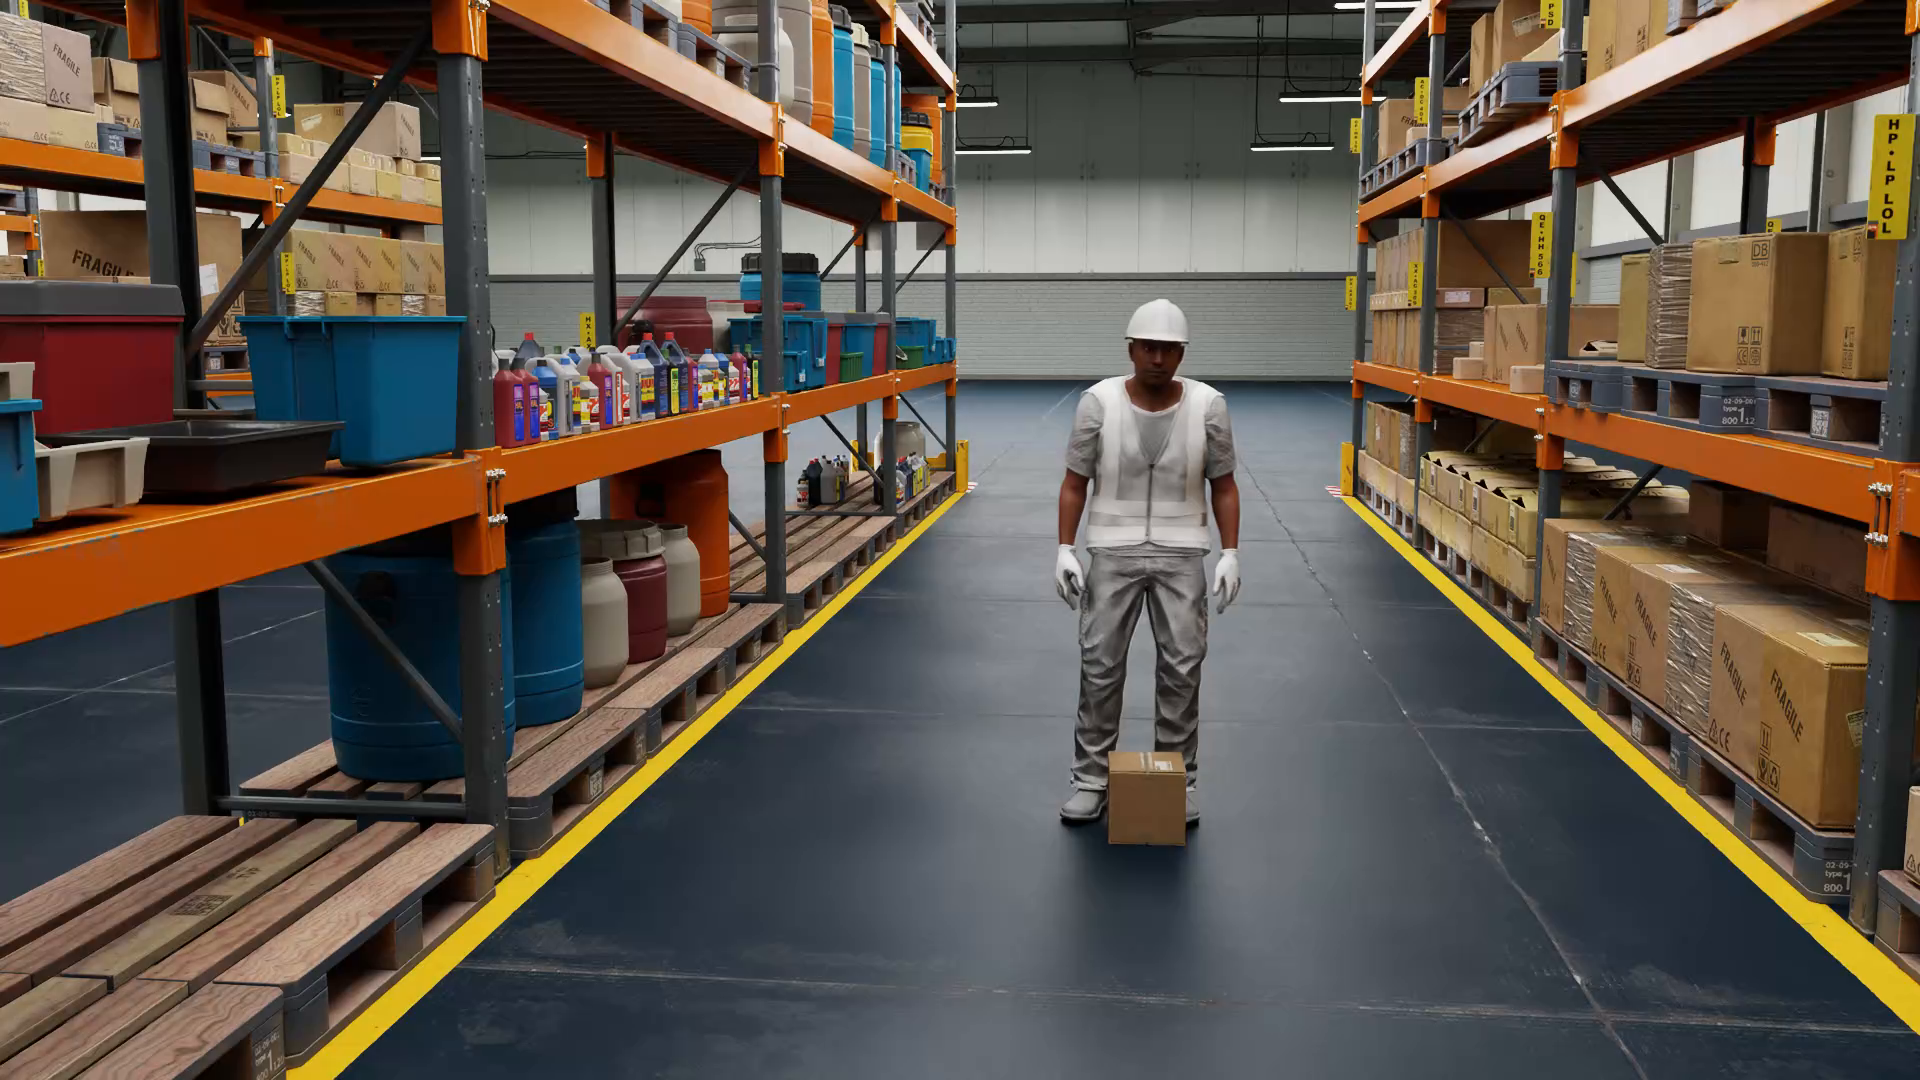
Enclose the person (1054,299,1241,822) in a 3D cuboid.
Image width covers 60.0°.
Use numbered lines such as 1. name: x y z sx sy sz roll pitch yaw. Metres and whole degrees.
1. person: 0.639 0.076 5.670 0.631 1.774 0.451 1 8 5
